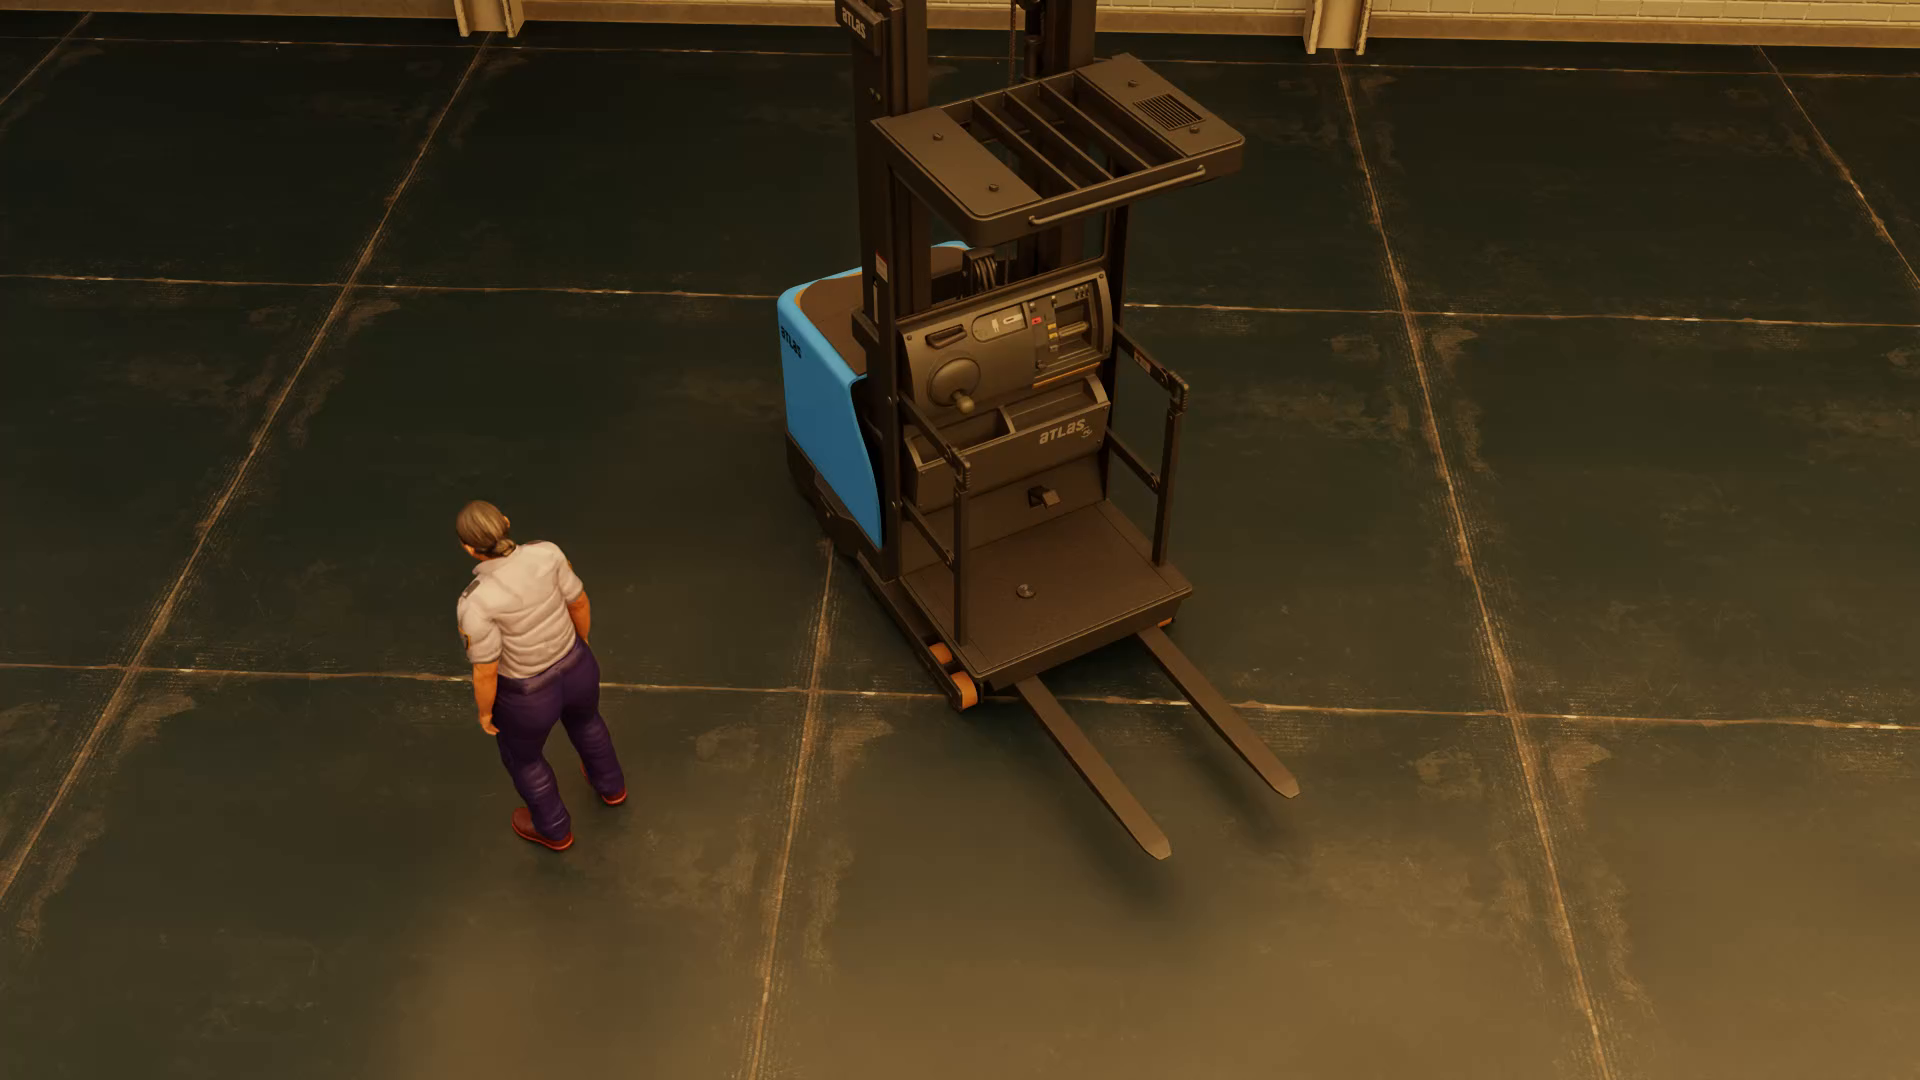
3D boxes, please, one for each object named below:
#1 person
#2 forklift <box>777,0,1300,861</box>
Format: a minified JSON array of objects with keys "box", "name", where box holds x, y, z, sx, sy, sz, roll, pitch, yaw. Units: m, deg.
[{"box":[-1.554,0.504,6.145,0.369,1.646,0.556,29,50,28],"name":"person"},{"box":[0.306,-0.711,6.522,1.130,2.935,3.031,-21,46,-21],"name":"forklift"}]
